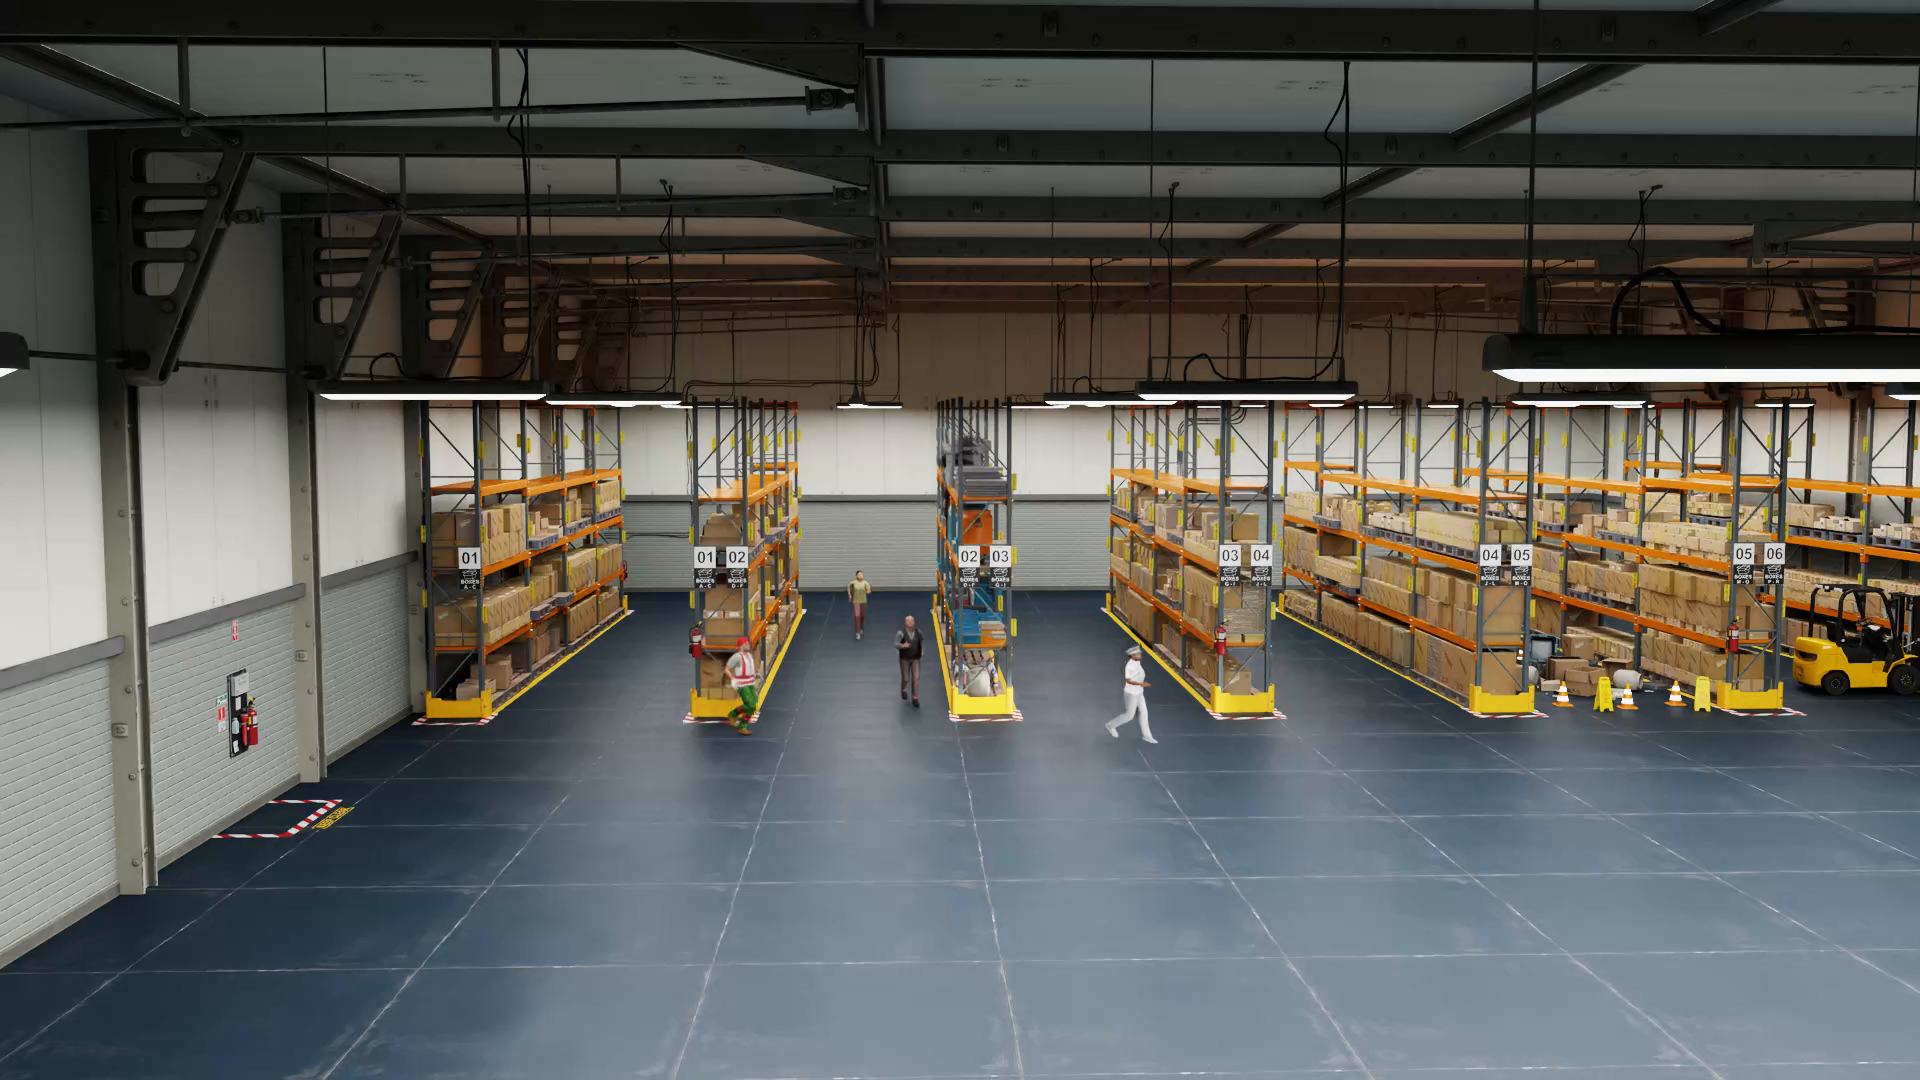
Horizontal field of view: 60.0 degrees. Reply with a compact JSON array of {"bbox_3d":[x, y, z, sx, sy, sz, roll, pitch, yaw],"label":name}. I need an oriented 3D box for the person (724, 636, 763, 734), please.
[{"bbox_3d":[-3.805,2.583,29.488,0.584,1.739,0.664,2,5,29],"label":"person"}]

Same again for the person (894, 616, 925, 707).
[{"bbox_3d":[-0.964,2.335,32.346,0.662,1.711,0.934,-1,4,-11],"label":"person"}]

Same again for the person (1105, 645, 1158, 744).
[{"bbox_3d":[2.972,2.654,28.671,0.931,1.704,0.597,2,5,24],"label":"person"}]

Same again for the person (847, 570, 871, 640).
[{"bbox_3d":[-2.537,1.623,42.133,0.552,1.715,0.802,-1,5,-14],"label":"person"}]
